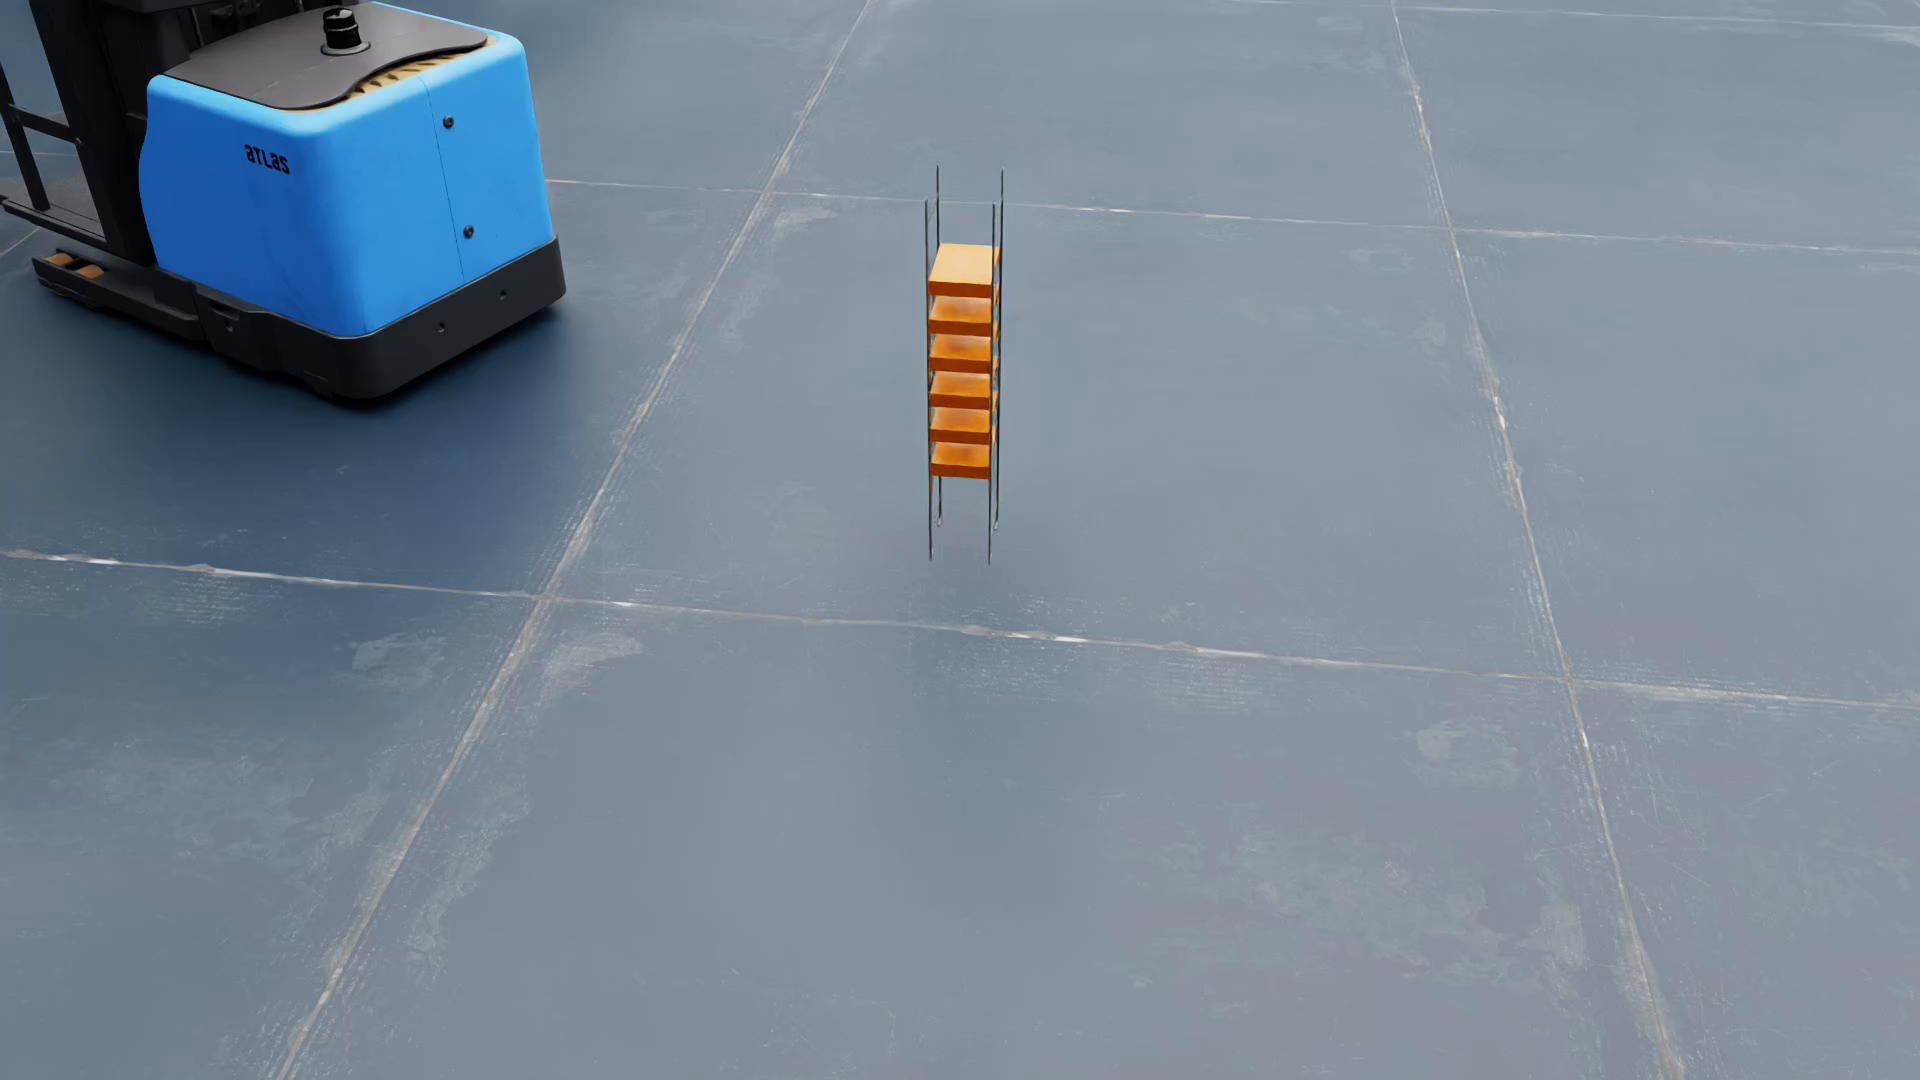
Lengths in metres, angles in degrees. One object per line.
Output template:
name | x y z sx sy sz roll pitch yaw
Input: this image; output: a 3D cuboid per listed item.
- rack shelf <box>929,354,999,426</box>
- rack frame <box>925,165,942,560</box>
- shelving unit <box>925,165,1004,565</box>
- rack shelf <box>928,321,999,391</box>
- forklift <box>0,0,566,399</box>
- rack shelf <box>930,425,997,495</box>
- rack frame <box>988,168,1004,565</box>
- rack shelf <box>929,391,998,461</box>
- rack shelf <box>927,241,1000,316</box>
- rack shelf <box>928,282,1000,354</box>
rack shelf | 0.014 -0.451 4.926 0.180 0.103 0.258 4 36 6
rack frame | -0.076 -0.494 4.909 0.006 1.200 0.240 4 36 6
shelving unit | 0.014 -0.487 4.900 0.189 1.200 0.258 4 36 6
rack shelf | 0.014 -0.549 4.856 0.180 0.103 0.258 4 36 6
forklift | -3.051 -2.336 6.000 3.031 2.935 1.130 21 40 26
rack shelf | 0.014 -0.256 5.065 0.180 0.103 0.258 4 36 6
rack frame | 0.105 -0.481 4.890 0.006 1.200 0.240 4 36 6
rack shelf | 0.014 -0.353 4.995 0.180 0.103 0.258 4 36 6
rack shelf | 0.014 -0.744 4.717 0.180 0.103 0.258 4 36 6
rack shelf | 0.014 -0.646 4.786 0.180 0.103 0.258 4 36 6
